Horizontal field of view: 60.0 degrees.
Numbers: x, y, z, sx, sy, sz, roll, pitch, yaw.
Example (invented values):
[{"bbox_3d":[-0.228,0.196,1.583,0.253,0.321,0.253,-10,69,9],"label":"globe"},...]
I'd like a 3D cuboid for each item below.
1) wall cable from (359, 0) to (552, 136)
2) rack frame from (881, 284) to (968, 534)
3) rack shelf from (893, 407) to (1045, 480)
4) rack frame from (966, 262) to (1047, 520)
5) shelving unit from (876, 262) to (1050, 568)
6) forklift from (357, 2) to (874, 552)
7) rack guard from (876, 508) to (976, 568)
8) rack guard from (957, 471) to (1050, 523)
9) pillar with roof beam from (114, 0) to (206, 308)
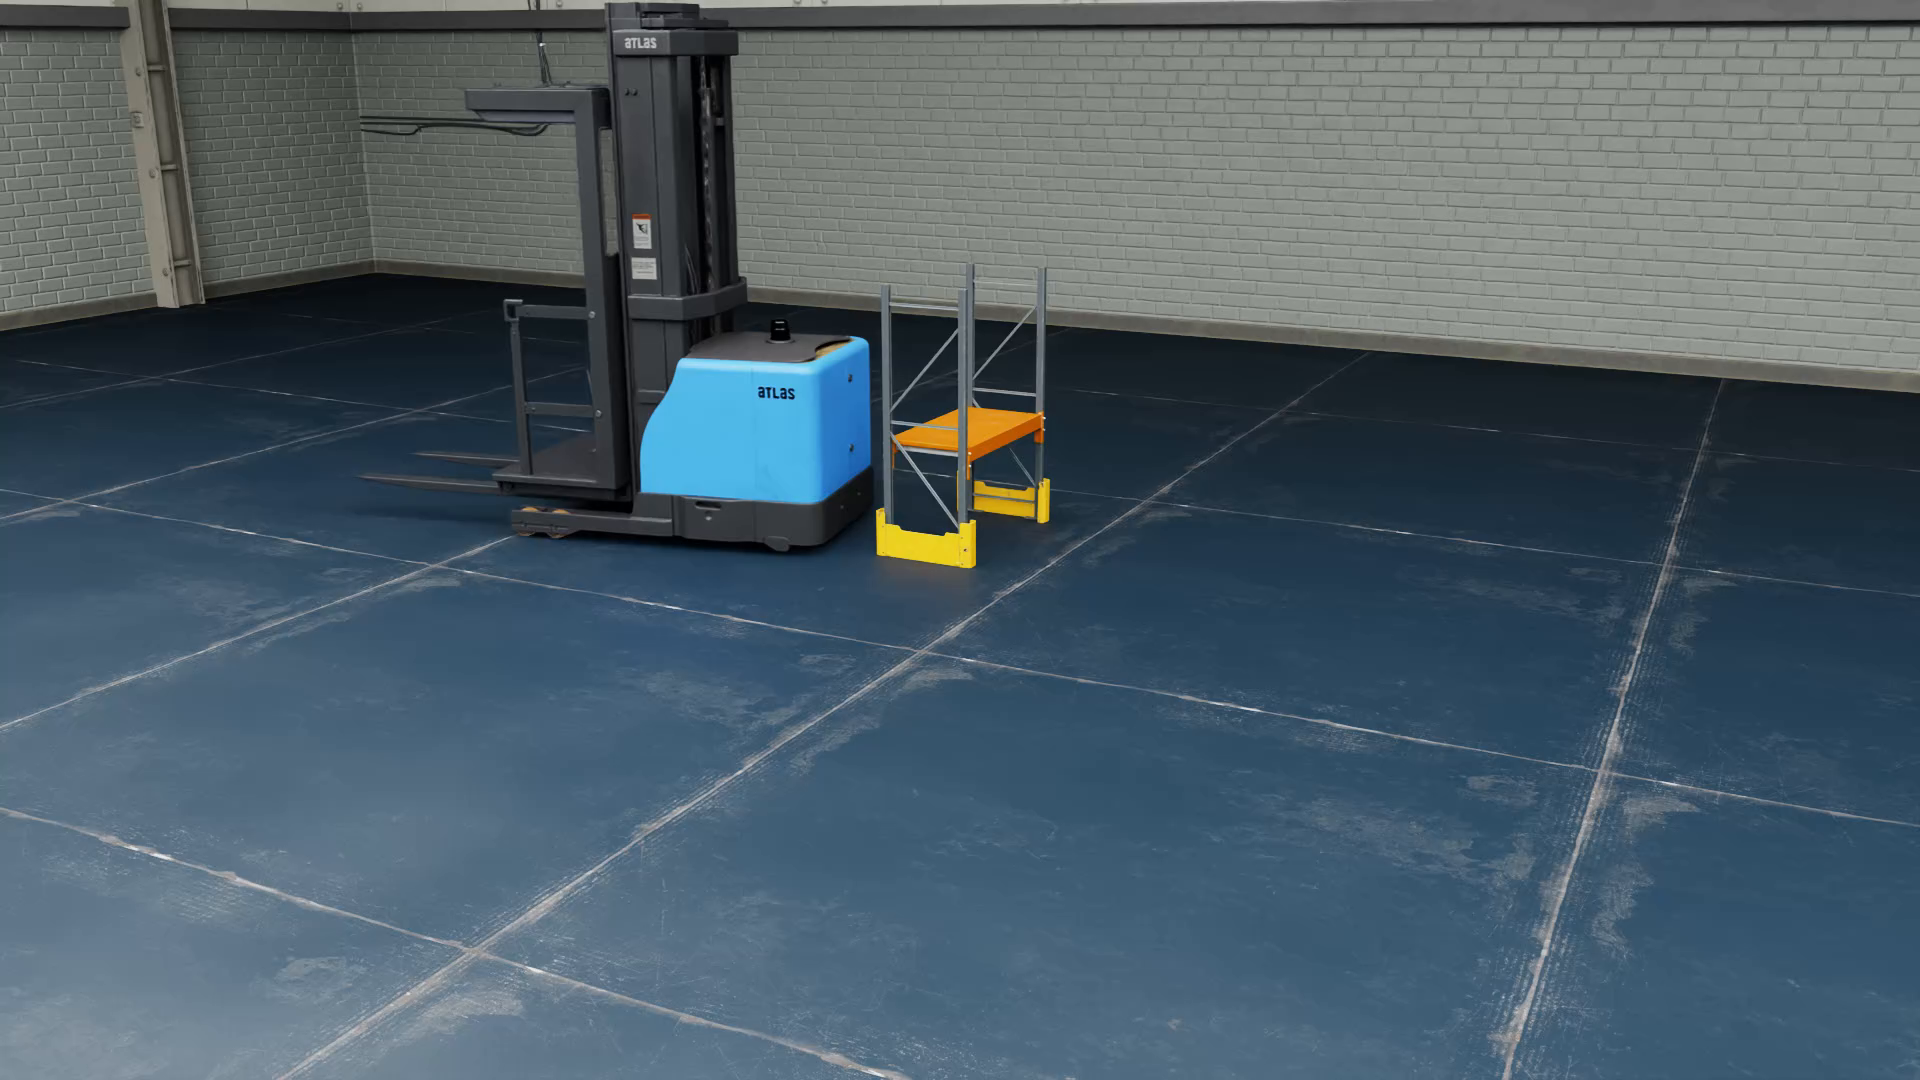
[{"bbox_3d":[-6.022,-5.982,19.313,3.097,2.526,0.112,8,18,25],"label":"wall cable"},{"bbox_3d":[-0.189,-0.611,8.948,0.500,1.500,0.032,8,18,25],"label":"rack frame"},{"bbox_3d":[0.038,-0.568,9.435,0.538,0.185,1.000,8,18,25],"label":"rack shelf"},{"bbox_3d":[0.265,-0.870,9.820,0.500,1.500,0.032,8,18,25],"label":"rack frame"},{"bbox_3d":[0.034,-0.738,9.376,0.587,1.500,1.083,8,18,25],"label":"shelving unit"},{"bbox_3d":[-2.094,-1.551,9.600,3.031,2.935,1.130,4,17,15],"label":"forklift"},{"bbox_3d":[-0.188,-0.012,9.127,0.587,0.250,0.087,8,18,25],"label":"rack guard"},{"bbox_3d":[0.257,-0.266,9.981,0.587,0.250,0.087,8,18,25],"label":"rack guard"},{"bbox_3d":[-4.670,-6.340,15.066,9.100,9.000,0.400,8,18,25],"label":"pillar with roof beam"}]
